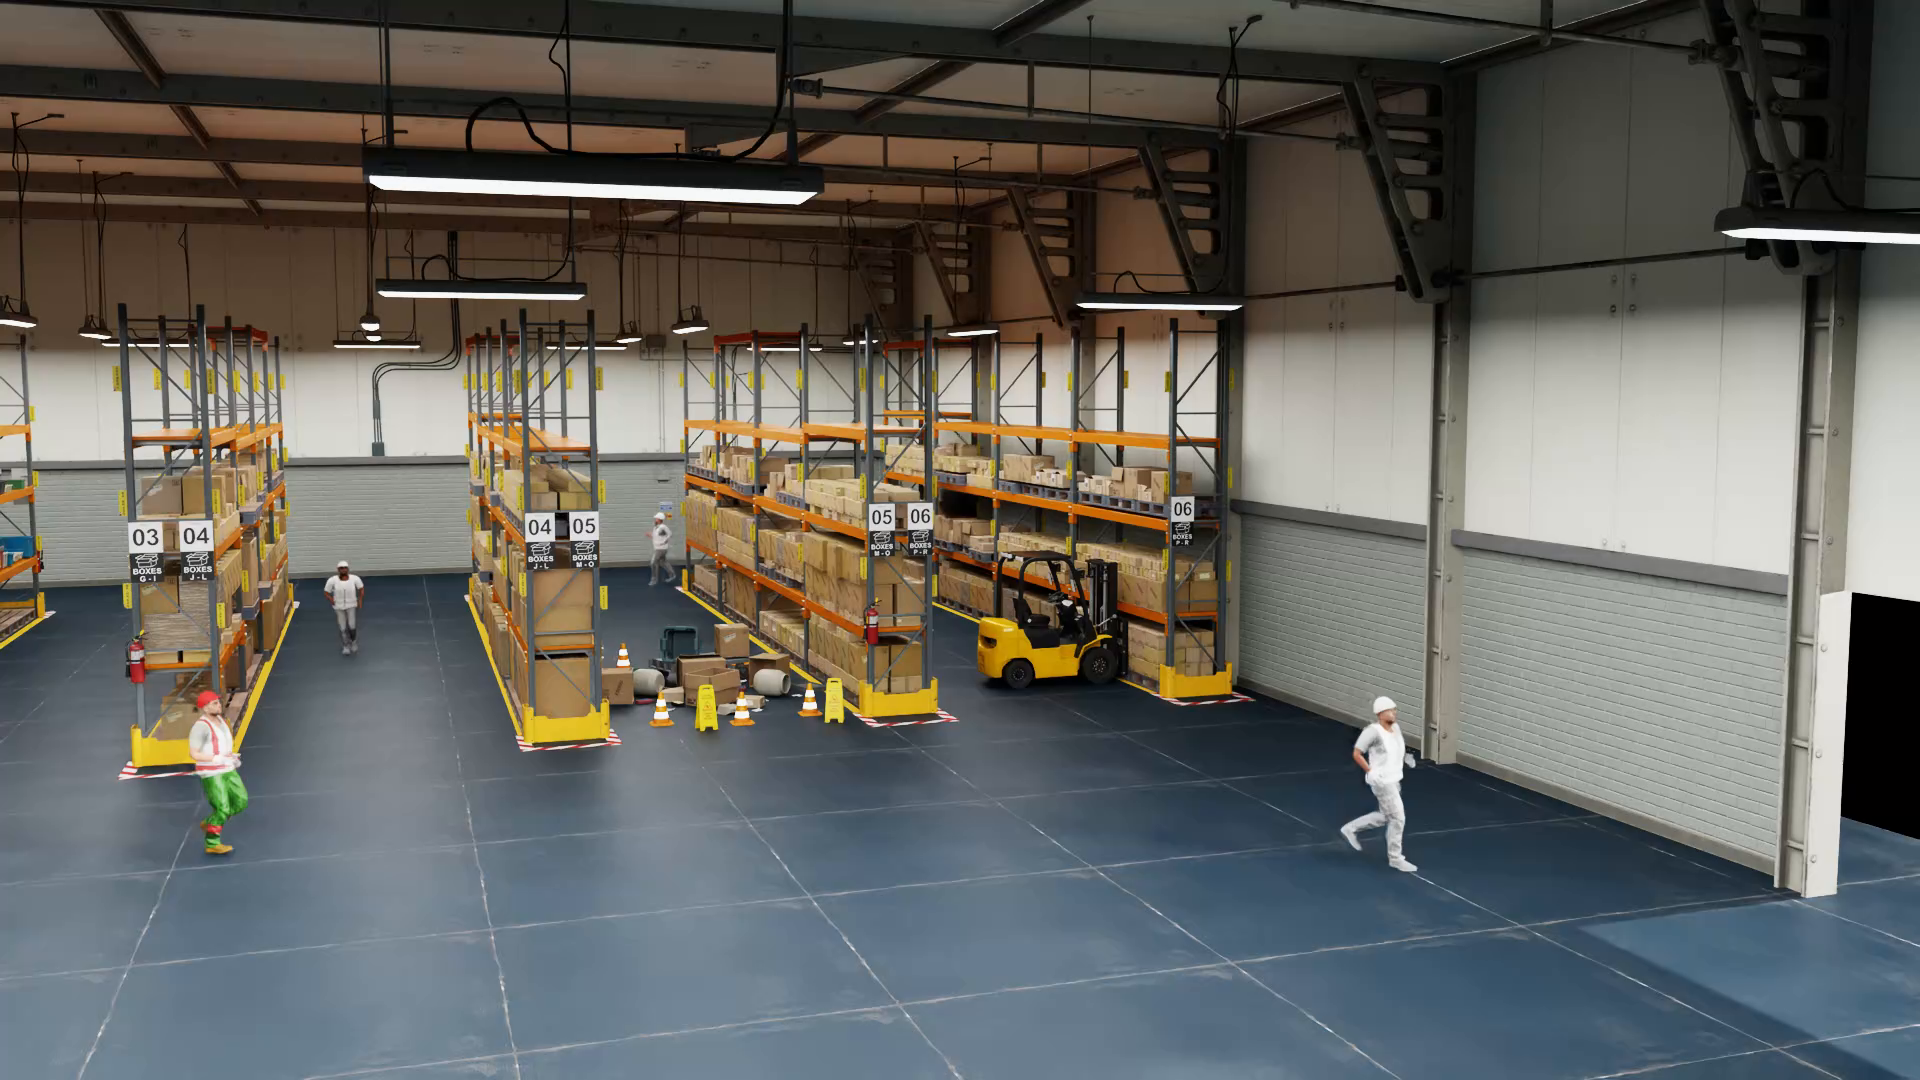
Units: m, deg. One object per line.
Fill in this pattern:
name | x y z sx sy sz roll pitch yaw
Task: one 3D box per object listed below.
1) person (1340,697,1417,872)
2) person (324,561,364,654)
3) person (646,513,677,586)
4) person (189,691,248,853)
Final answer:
person | 4.360 2.496 17.229 0.843 1.780 0.672 4 7 36
person | -11.288 1.241 30.489 0.697 1.724 0.588 -2 6 -19
person | -7.352 0.236 41.004 0.774 1.827 0.657 -2 6 -21
person | -7.854 2.459 17.642 0.598 1.740 0.648 1 5 9
